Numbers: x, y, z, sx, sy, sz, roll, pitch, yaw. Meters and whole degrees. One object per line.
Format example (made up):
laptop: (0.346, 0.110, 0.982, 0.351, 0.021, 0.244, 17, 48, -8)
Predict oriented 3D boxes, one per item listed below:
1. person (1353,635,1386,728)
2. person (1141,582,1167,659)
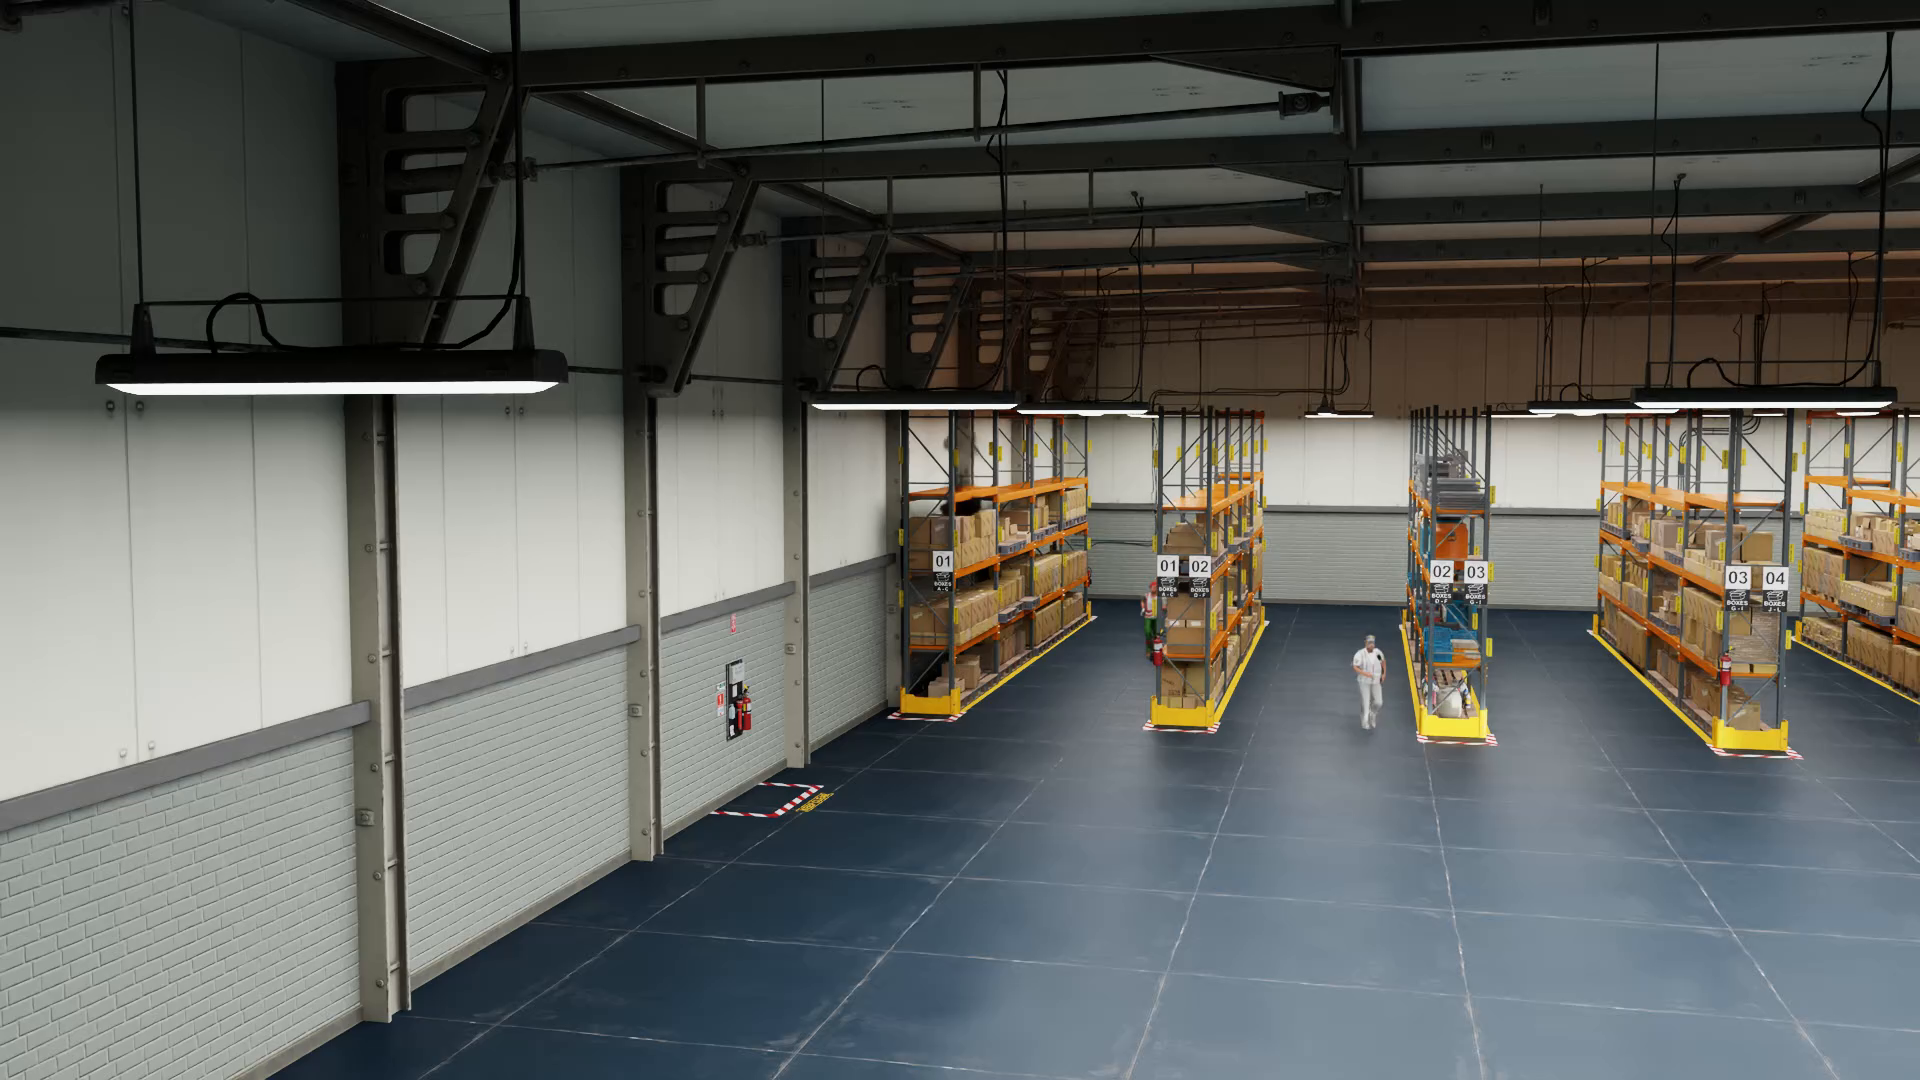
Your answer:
person: (7.641, 2.638, 30.880, 0.685, 1.766, 0.653, 0, 4, -6)
person: (4.687, 1.920, 40.319, 0.651, 1.805, 0.983, 1, 4, 14)
